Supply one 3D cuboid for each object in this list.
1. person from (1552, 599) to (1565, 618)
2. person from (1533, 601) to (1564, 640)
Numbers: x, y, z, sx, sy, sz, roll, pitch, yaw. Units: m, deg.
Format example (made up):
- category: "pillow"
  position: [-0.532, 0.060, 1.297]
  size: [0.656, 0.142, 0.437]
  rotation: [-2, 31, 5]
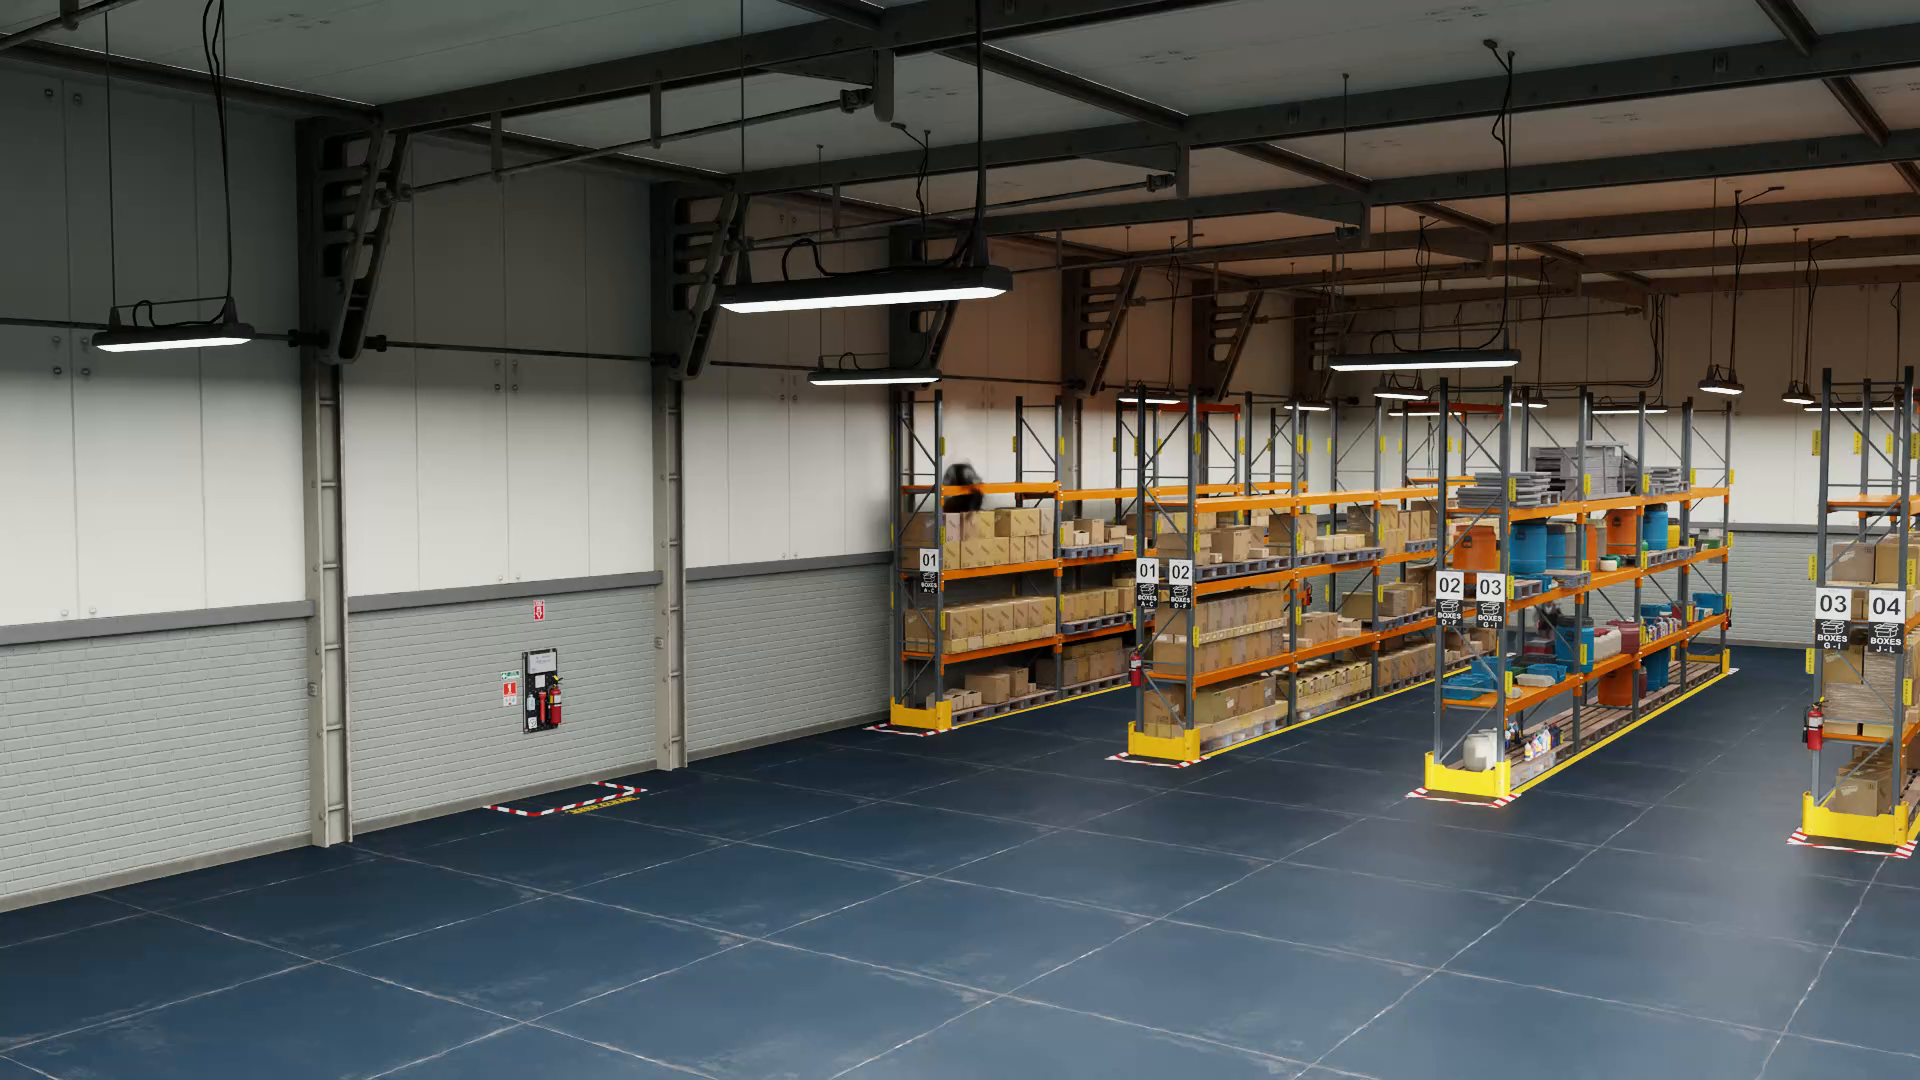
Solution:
- category: "person"
  position: [13.977, 1.993, 39.215]
  size: [0.641, 1.655, 0.903]
  rotation: [-1, 3, -15]
- category: "person"
  position: [13.447, 2.039, 38.019]
  size: [0.657, 1.685, 0.736]
  rotation: [1, 3, 17]
